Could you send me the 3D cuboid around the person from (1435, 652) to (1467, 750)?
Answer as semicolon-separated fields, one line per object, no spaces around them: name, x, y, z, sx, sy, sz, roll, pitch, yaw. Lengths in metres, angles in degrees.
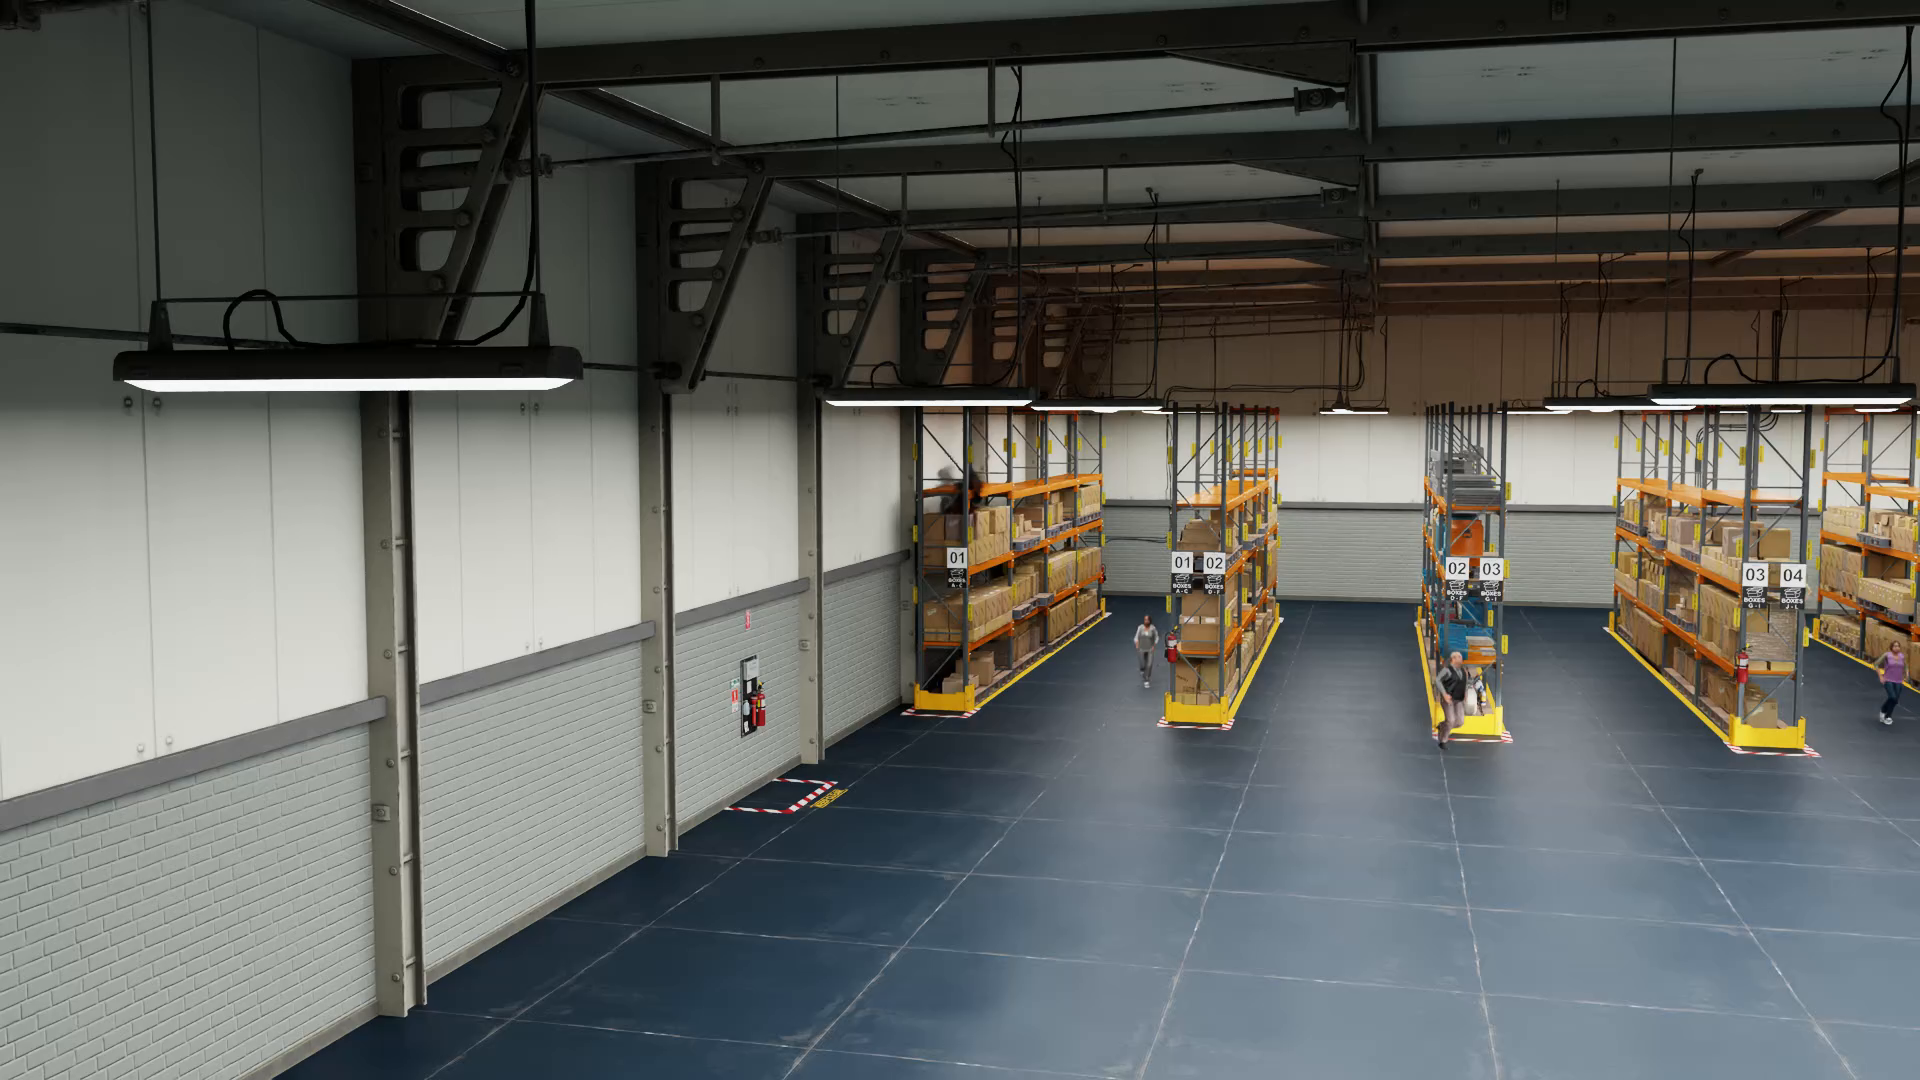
person;8.542;2.776;28.893;0.704;1.675;0.549;-2;5;-26

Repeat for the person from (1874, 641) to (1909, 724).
person;17.361;2.652;30.919;0.543;1.571;0.575;0;4;2

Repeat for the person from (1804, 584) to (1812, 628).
person;22.329;1.645;44.519;0.773;1.625;0.710;1;4;19

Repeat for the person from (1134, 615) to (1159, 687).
person;3.967;2.351;35.346;0.520;1.553;0.533;1;4;7
